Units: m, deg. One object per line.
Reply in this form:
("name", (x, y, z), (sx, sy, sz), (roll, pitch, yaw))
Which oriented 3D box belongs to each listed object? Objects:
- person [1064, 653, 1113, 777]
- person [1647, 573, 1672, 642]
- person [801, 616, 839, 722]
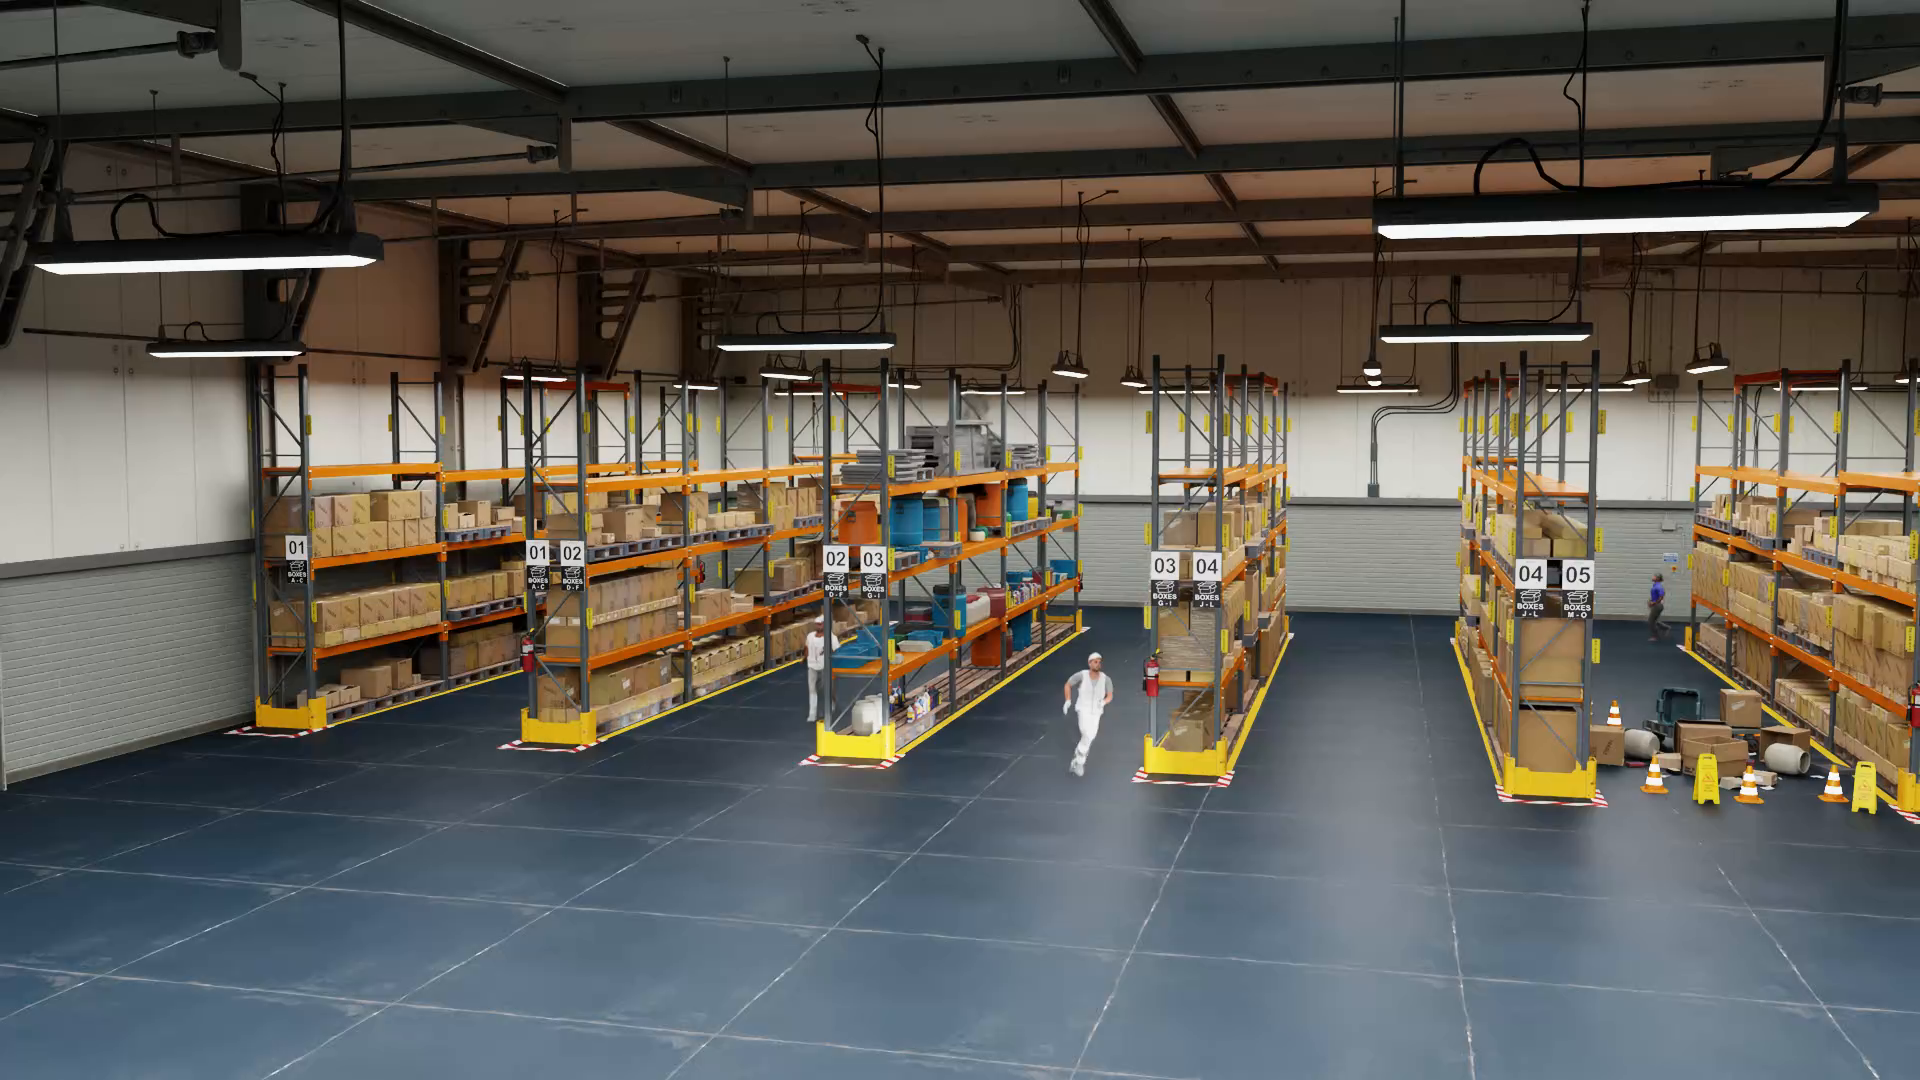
("person", (1.862, 2.474, 23.731), (0.689, 1.723, 0.669), (-1, 4, -14))
("person", (16.171, 1.562, 38.415), (0.545, 1.614, 0.601), (1, 4, 20))
("person", (-2.369, 2.165, 28.214), (0.710, 1.747, 0.968), (1, 4, 15))
